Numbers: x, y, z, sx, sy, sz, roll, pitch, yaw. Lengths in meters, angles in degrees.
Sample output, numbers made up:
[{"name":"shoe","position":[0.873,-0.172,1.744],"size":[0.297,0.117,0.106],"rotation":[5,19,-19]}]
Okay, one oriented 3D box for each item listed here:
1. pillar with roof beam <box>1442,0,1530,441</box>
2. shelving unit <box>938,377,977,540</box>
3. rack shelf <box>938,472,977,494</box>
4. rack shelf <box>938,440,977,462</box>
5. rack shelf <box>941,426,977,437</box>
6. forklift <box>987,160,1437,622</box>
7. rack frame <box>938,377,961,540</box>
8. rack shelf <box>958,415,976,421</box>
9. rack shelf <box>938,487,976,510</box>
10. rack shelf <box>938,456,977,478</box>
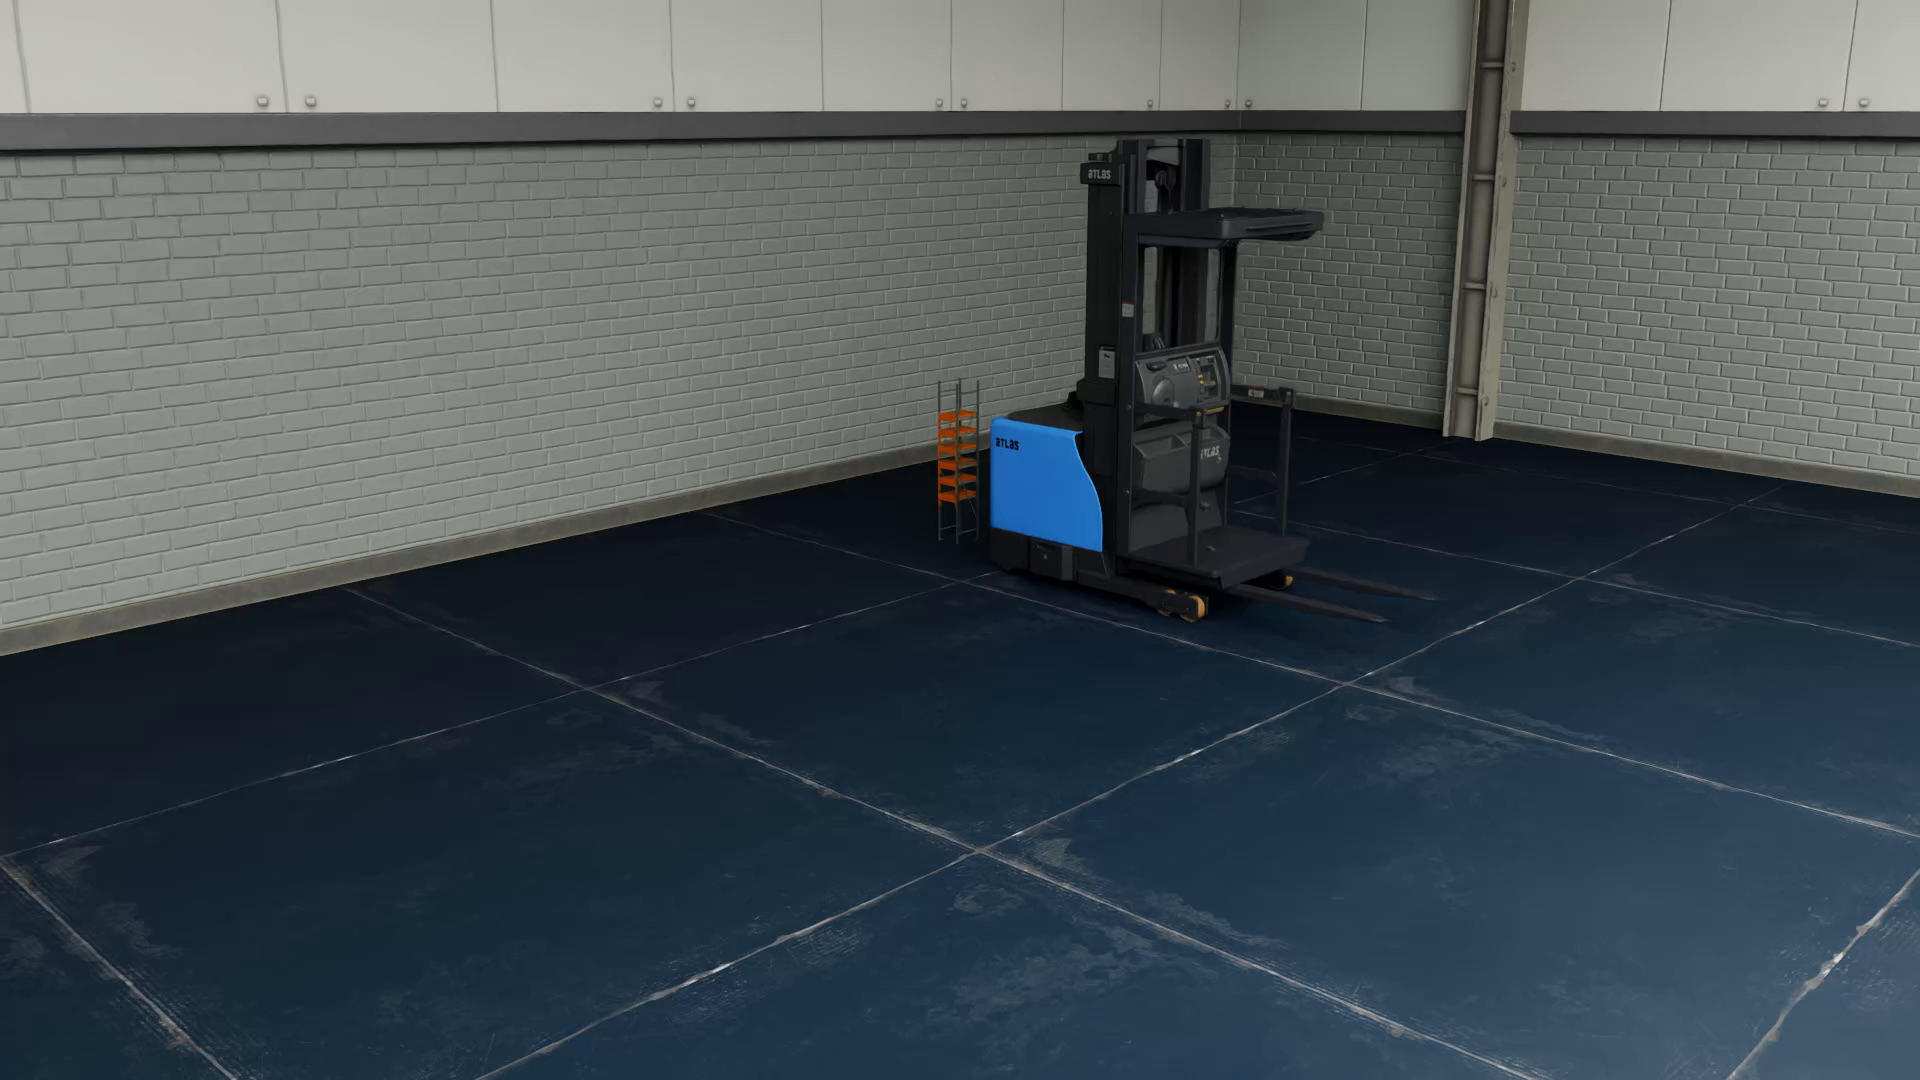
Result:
[{"name":"pillar with roof beam","position":[2.004,-4.593,12.211],"size":[0.400,9.000,9.100],"rotation":[14,20,42]},{"name":"shelving unit","position":[-0.012,-0.584,12.292],"size":[0.184,1.200,0.258],"rotation":[14,20,42]},{"name":"rack shelf","position":[-0.010,-0.424,12.332],"size":[0.180,0.103,0.258],"rotation":[14,20,42]},{"name":"rack shelf","position":[-0.010,-0.656,12.271],"size":[0.180,0.103,0.258],"rotation":[14,20,42]},{"name":"rack shelf","position":[-0.010,-0.799,12.234],"size":[0.171,0.034,0.221],"rotation":[14,20,42]},{"name":"forklift","position":[1.603,-0.987,10.672],"size":[3.031,2.797,1.129],"rotation":[14,20,42]},{"name":"rack frame","position":[-0.076,-0.599,12.352],"size":[0.006,1.200,0.240],"rotation":[14,20,42]},{"name":"rack shelf","position":[-0.010,-0.908,12.206],"size":[0.166,0.020,0.199],"rotation":[14,20,42]},{"name":"rack shelf","position":[-0.010,-0.308,12.362],"size":[0.180,0.103,0.258],"rotation":[14,20,42]},{"name":"rack shelf","position":[-0.010,-0.540,12.302],"size":[0.180,0.103,0.258],"rotation":[14,20,42]}]
